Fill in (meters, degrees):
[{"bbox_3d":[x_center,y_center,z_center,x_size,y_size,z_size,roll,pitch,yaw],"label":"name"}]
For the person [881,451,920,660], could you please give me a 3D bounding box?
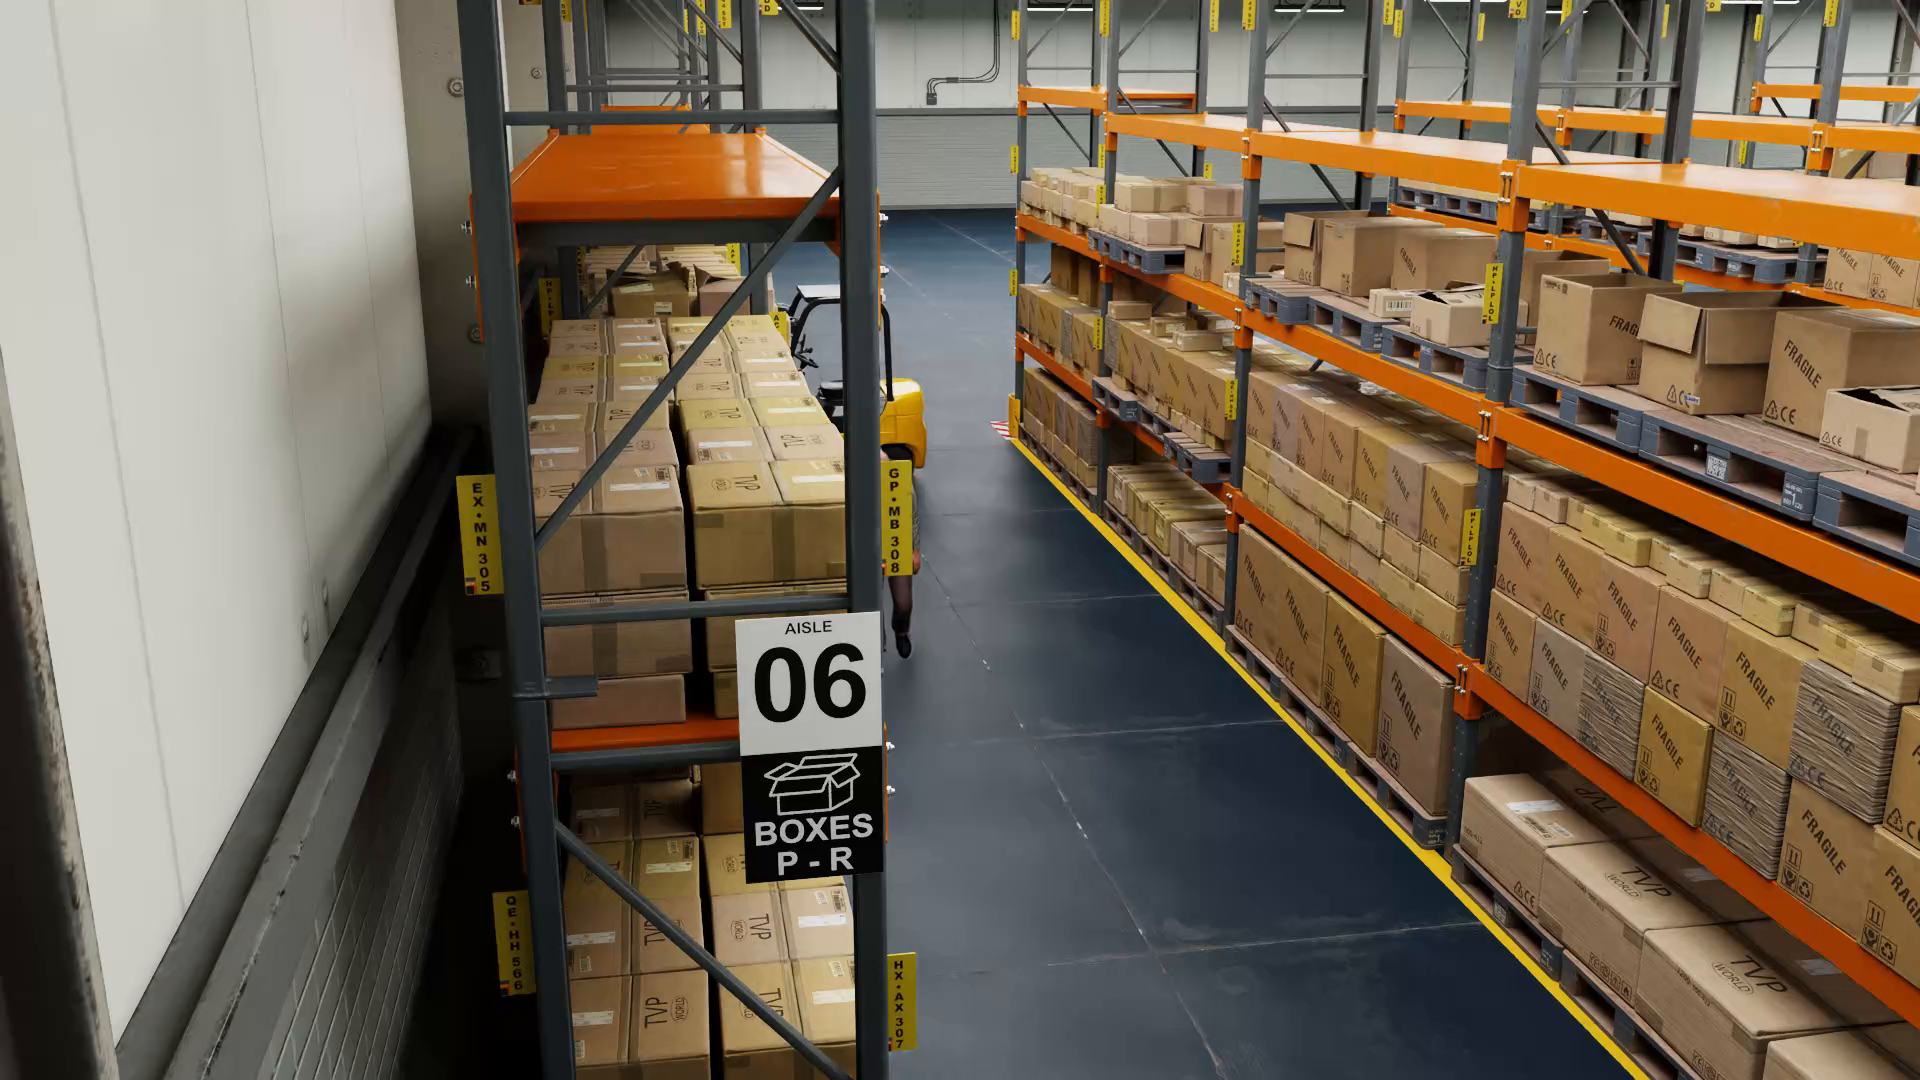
[{"bbox_3d":[-0.603,0.141,13.027,0.559,1.715,0.472,3,17,10],"label":"person"}]
